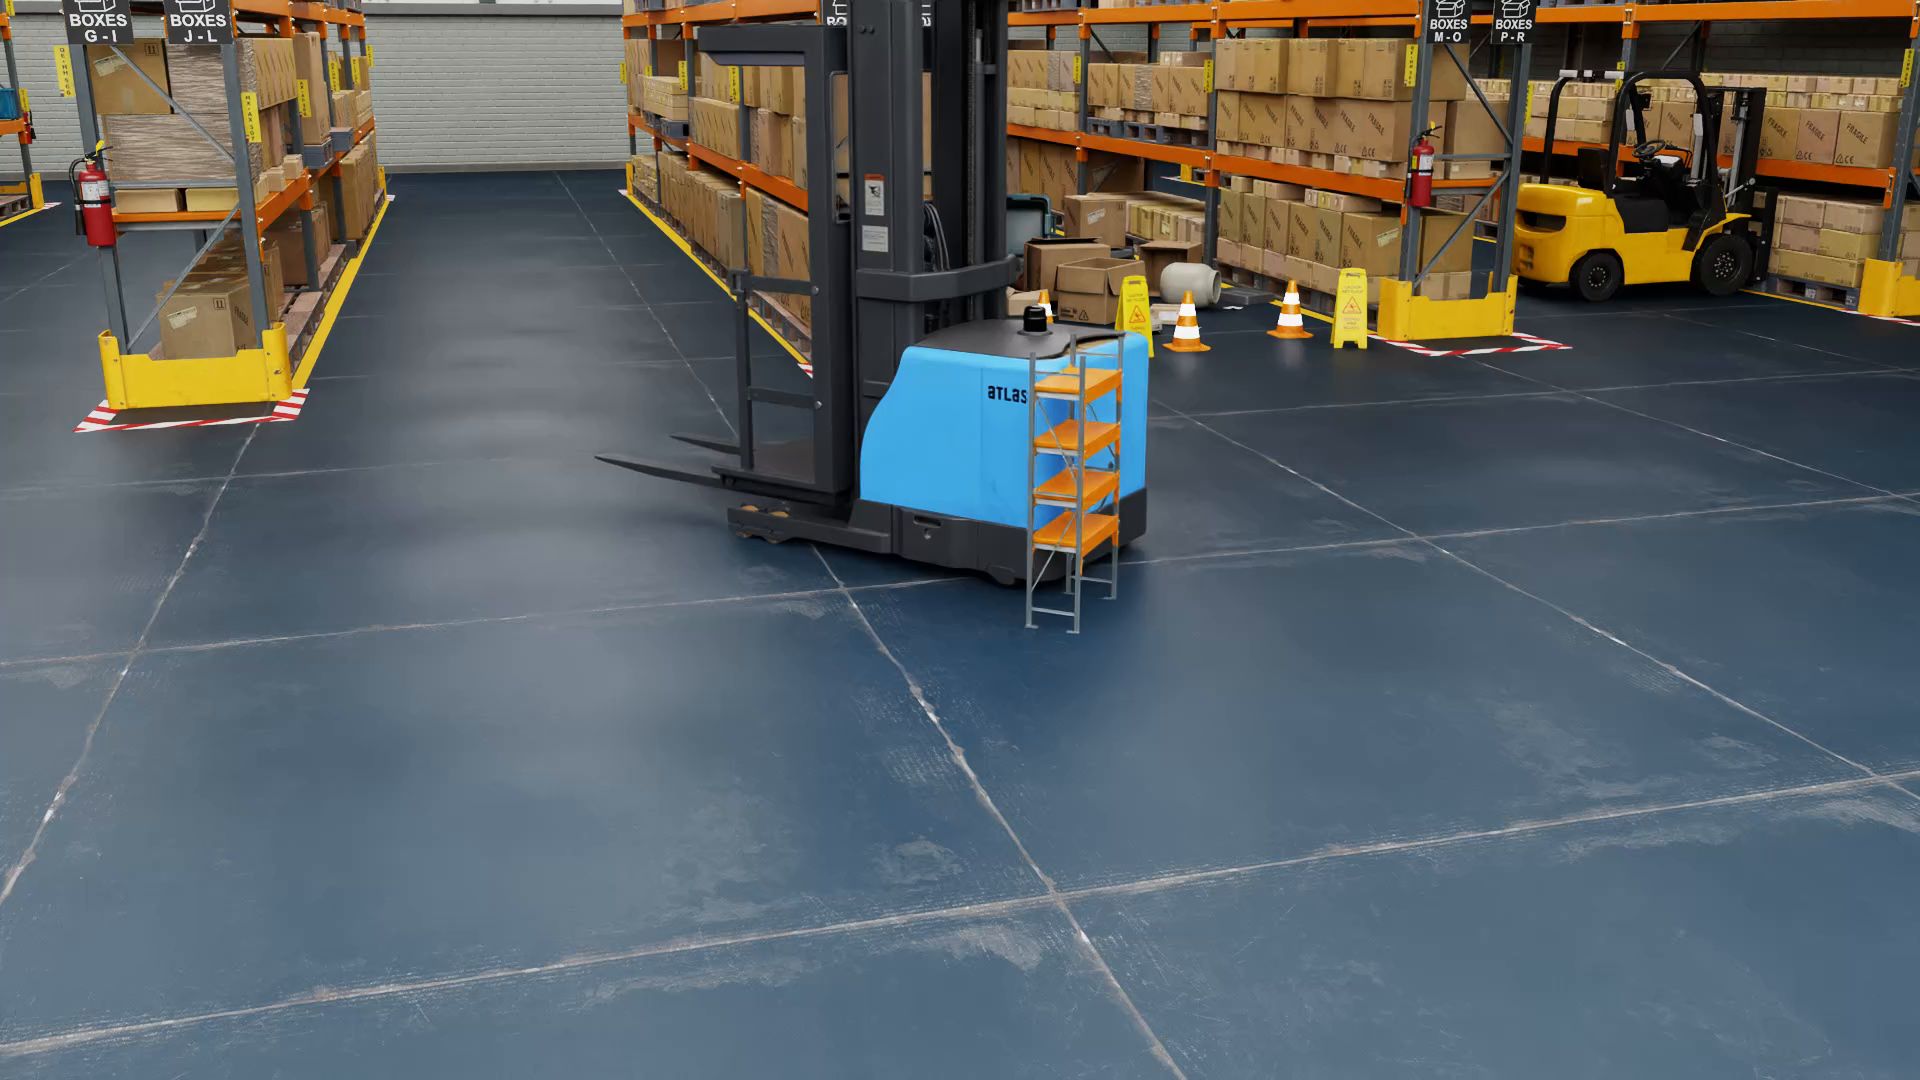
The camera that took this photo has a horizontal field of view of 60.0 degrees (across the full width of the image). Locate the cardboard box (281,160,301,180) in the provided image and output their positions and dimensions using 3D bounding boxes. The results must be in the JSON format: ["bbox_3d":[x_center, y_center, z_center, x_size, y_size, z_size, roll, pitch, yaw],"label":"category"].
[{"bbox_3d":[-5.836,-3.149,14.159,0.380,0.149,0.250,-5,17,-15],"label":"cardboard box"}]

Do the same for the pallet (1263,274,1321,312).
[{"bbox_3d":[3.662,-2.437,16.198,1.003,0.211,1.213,-5,17,-15],"label":"pallet"}]

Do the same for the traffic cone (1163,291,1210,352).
[{"bbox_3d":[1.871,-1.807,13.664,0.336,0.463,0.334,-5,17,-15],"label":"traffic cone"}]

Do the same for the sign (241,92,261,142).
[{"bbox_3d":[-4.803,-2.861,11.258,0.100,0.325,0.005,-5,17,-15],"label":"sign"}]

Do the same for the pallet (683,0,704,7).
[{"bbox_3d":[-2.499,-6.153,18.836,1.213,0.211,1.003,-4,17,-13],"label":"pallet"}]

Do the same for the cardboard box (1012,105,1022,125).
[{"bbox_3d":[1.042,-6.006,23.493,0.500,0.250,0.500,-5,17,-16],"label":"cardboard box"}]

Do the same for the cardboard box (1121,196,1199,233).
[{"bbox_3d":[2.361,-3.982,20.332,0.950,0.372,0.625,-5,17,-16],"label":"cardboard box"}]

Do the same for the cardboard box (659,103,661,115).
[{"bbox_3d":[-3.652,-5.517,21.311,0.380,0.149,0.250,-4,17,-14],"label":"cardboard box"}]

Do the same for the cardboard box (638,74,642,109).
[{"bbox_3d":[-4.508,-6.670,24.753,0.500,0.500,0.500,-5,17,-16],"label":"cardboard box"}]

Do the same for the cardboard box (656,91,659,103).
[{"bbox_3d":[-3.728,-5.733,21.512,0.380,0.149,0.250,-5,17,-16],"label":"cardboard box"}]

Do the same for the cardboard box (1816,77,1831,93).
[{"bbox_3d":[8.482,-4.375,15.984,0.380,0.149,0.250,-5,17,-15],"label":"cardboard box"}]

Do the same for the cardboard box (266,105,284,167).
[{"bbox_3d":[-6.022,-3.300,13.532,0.875,0.500,0.500,-5,17,-15],"label":"cardboard box"}]

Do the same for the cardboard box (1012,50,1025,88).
[{"bbox_3d":[1.052,-6.611,23.336,0.500,0.500,0.500,-5,17,-17],"label":"cardboard box"}]

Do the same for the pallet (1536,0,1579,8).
[{"bbox_3d":[7.359,-6.650,20.490,1.003,0.211,1.213,-4,17,-13],"label":"pallet"}]

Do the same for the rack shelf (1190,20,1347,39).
[{"bbox_3d":[5.128,-8.545,27.722,1.077,0.370,4.000,-5,17,-15],"label":"rack shelf"}]

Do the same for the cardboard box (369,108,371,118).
[{"bbox_3d":[-9.099,-6.426,25.067,0.380,0.149,0.250,-4,17,-14],"label":"cardboard box"}]

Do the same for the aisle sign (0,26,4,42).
[{"bbox_3d":[-14.222,-7.726,24.439,0.394,0.787,0.004,-5,17,-15],"label":"aisle sign"}]

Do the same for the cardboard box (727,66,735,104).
[{"bbox_3d":[-2.051,-4.820,17.372,0.700,0.500,0.500,-5,17,-15],"label":"cardboard box"}]

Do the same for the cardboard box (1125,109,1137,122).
[{"bbox_3d":[2.189,-5.078,19.849,0.380,0.149,0.250,-4,17,-12],"label":"cardboard box"}]

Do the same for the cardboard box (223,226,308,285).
[{"bbox_3d":[-6.572,-2.695,15.791,0.700,0.500,0.500,-6,18,-20],"label":"cardboard box"}]

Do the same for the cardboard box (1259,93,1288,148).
[{"bbox_3d":[3.243,-4.063,16.074,0.500,0.500,0.500,-5,17,-16],"label":"cardboard box"}]

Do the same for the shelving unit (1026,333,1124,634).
[{"bbox_3d":[0.499,-0.252,7.206,0.258,1.200,0.503,7,18,23],"label":"shelving unit"}]

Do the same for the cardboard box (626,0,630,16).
[{"bbox_3d":[-4.907,-8.268,25.809,0.500,0.250,0.500,-4,17,-13],"label":"cardboard box"}]

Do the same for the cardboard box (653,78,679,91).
[{"bbox_3d":[-3.804,-5.950,21.719,0.380,0.149,0.250,-4,17,-13],"label":"cardboard box"}]

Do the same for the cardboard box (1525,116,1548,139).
[{"bbox_3d":[7.235,-5.012,20.185,0.500,0.250,0.500,-5,17,-15],"label":"cardboard box"}]

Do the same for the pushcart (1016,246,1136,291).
[{"bbox_3d":[0.926,-2.844,17.263,1.648,0.377,0.936,-12,20,-34],"label":"pushcart"}]

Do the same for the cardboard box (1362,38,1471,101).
[{"bbox_3d":[3.853,-3.980,14.060,0.700,0.500,0.500,-5,17,-17],"label":"cardboard box"}]

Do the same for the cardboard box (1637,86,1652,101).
[{"bbox_3d":[7.711,-4.937,18.371,0.380,0.149,0.250,-5,17,-16],"label":"cardboard box"}]

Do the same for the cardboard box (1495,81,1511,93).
[{"bbox_3d":[6.946,-5.684,20.860,0.380,0.149,0.250,-4,17,-14],"label":"cardboard box"}]

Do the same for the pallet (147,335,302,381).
[{"bbox_3d":[-5.535,-1.317,12.469,1.003,0.211,1.213,-5,17,-15],"label":"pallet"}]

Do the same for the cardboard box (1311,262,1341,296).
[{"bbox_3d":[3.588,-2.418,15.336,0.500,0.250,0.500,-5,17,-15],"label":"cardboard box"}]

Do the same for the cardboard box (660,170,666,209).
[{"bbox_3d":[-3.878,-4.866,23.052,0.500,0.500,0.500,-4,17,-13],"label":"cardboard box"}]

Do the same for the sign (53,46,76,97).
[{"bbox_3d":[-5.864,-3.071,10.900,0.100,0.325,0.005,-5,17,-15],"label":"sign"}]

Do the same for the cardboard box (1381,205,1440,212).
[{"bbox_3d":[4.093,-2.826,15.393,0.500,0.500,0.500,-5,18,-17],"label":"cardboard box"}]

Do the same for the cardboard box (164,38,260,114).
[{"bbox_3d":[-5.214,-3.247,11.617,0.500,0.500,0.500,-5,17,-15],"label":"cardboard box"}]

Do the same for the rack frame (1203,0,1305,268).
[{"bbox_3d":[3.104,-4.294,17.532,1.000,3.000,0.127,-5,17,-15],"label":"rack frame"}]

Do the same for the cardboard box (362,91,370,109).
[{"bbox_3d":[-9.195,-6.647,25.109,0.500,0.250,0.500,-5,17,-16],"label":"cardboard box"}]

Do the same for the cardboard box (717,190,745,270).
[{"bbox_3d":[-1.884,-3.163,16.947,1.050,0.750,0.750,-5,17,-16],"label":"cardboard box"}]

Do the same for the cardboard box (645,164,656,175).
[{"bbox_3d":[-4.517,-5.567,24.963,0.380,0.149,0.250,-6,18,-18],"label":"cardboard box"}]

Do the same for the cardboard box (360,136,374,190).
[{"bbox_3d":[-8.974,-5.344,23.993,0.875,0.875,0.875,-5,17,-15],"label":"cardboard box"}]

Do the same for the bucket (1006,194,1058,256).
[{"bbox_3d":[0.627,-3.179,16.870,0.726,0.611,0.620,1,7,4],"label":"bucket"}]

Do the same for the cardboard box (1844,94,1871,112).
[{"bbox_3d":[8.512,-4.081,15.523,0.380,0.149,0.250,-4,17,-14],"label":"cardboard box"}]

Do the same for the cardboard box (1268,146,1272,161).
[{"bbox_3d":[3.242,-3.781,16.264,0.380,0.149,0.250,-5,17,-16],"label":"cardboard box"}]

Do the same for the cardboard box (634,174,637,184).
[{"bbox_3d":[-5.089,-5.859,26.969,0.380,0.149,0.250,-4,17,-14],"label":"cardboard box"}]

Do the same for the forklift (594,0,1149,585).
[{"bbox_3d":[-0.582,-1.498,8.345,3.031,2.935,1.130,11,20,31],"label":"forklift"}]

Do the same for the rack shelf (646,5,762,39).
[{"bbox_3d":[-3.276,-6.626,21.333,1.077,0.370,4.000,-5,17,-15],"label":"rack shelf"}]

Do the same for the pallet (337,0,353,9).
[{"bbox_3d":[-8.837,-7.344,22.628,1.003,0.211,1.213,-5,17,-15],"label":"pallet"}]

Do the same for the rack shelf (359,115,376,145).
[{"bbox_3d":[-9.172,-5.932,24.235,1.077,0.370,4.000,-5,17,-15],"label":"rack shelf"}]

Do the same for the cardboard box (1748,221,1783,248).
[{"bbox_3d":[8.251,-3.095,16.722,0.500,0.250,0.500,-5,17,-17],"label":"cardboard box"}]

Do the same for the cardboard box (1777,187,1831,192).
[{"bbox_3d":[8.623,-3.511,17.238,0.500,0.250,0.500,-5,17,-16],"label":"cardboard box"}]

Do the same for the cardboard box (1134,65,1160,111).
[{"bbox_3d":[2.338,-5.220,19.194,0.500,0.500,0.500,-5,18,-17],"label":"cardboard box"}]

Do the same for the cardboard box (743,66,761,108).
[{"bbox_3d":[-1.559,-4.358,15.610,0.875,0.550,0.550,-5,17,-15],"label":"cardboard box"}]

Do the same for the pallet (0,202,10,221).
[{"bbox_3d":[-13.963,-4.534,23.180,1.003,0.211,1.213,-5,17,-15],"label":"pallet"}]
